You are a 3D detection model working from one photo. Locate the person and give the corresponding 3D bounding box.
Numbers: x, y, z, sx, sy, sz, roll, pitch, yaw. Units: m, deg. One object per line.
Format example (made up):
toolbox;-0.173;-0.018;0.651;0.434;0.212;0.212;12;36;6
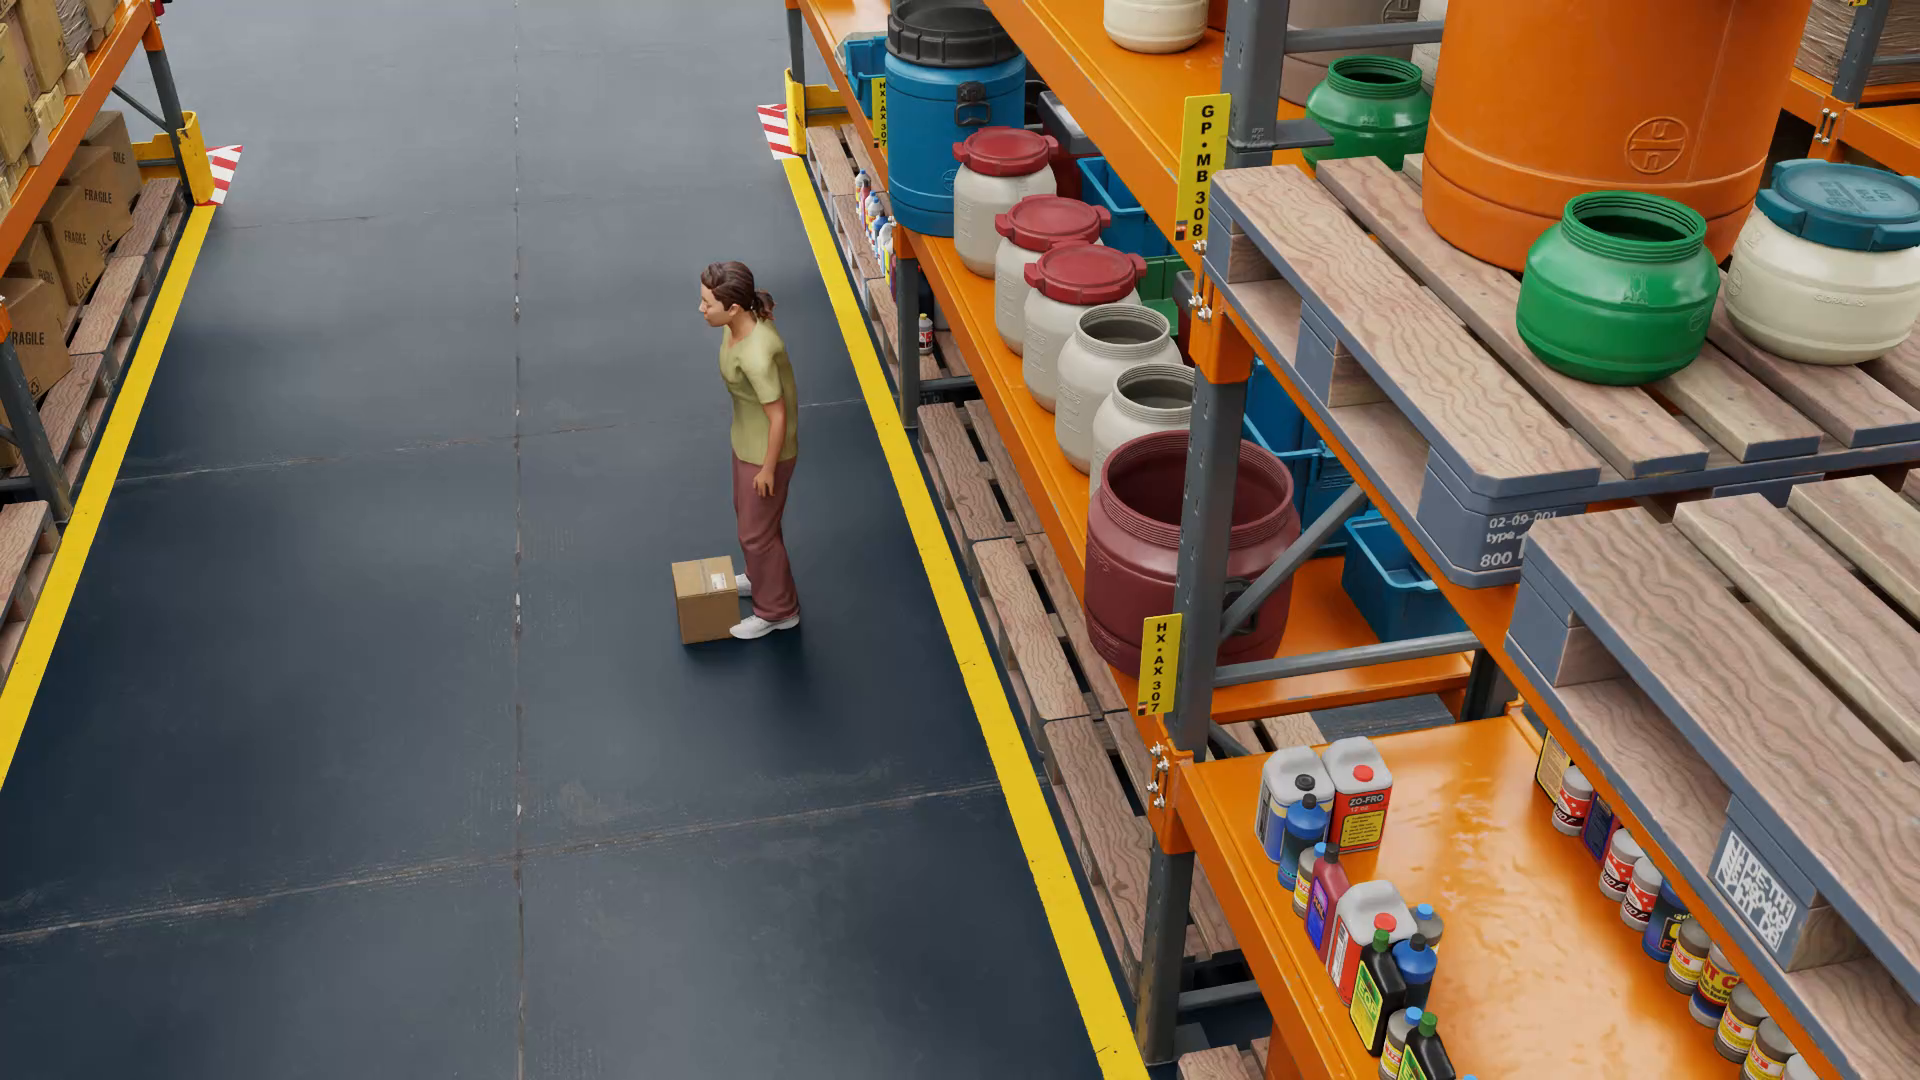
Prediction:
person;-0.830;-0.365;6.677;0.362;1.672;0.521;-9;36;-13
